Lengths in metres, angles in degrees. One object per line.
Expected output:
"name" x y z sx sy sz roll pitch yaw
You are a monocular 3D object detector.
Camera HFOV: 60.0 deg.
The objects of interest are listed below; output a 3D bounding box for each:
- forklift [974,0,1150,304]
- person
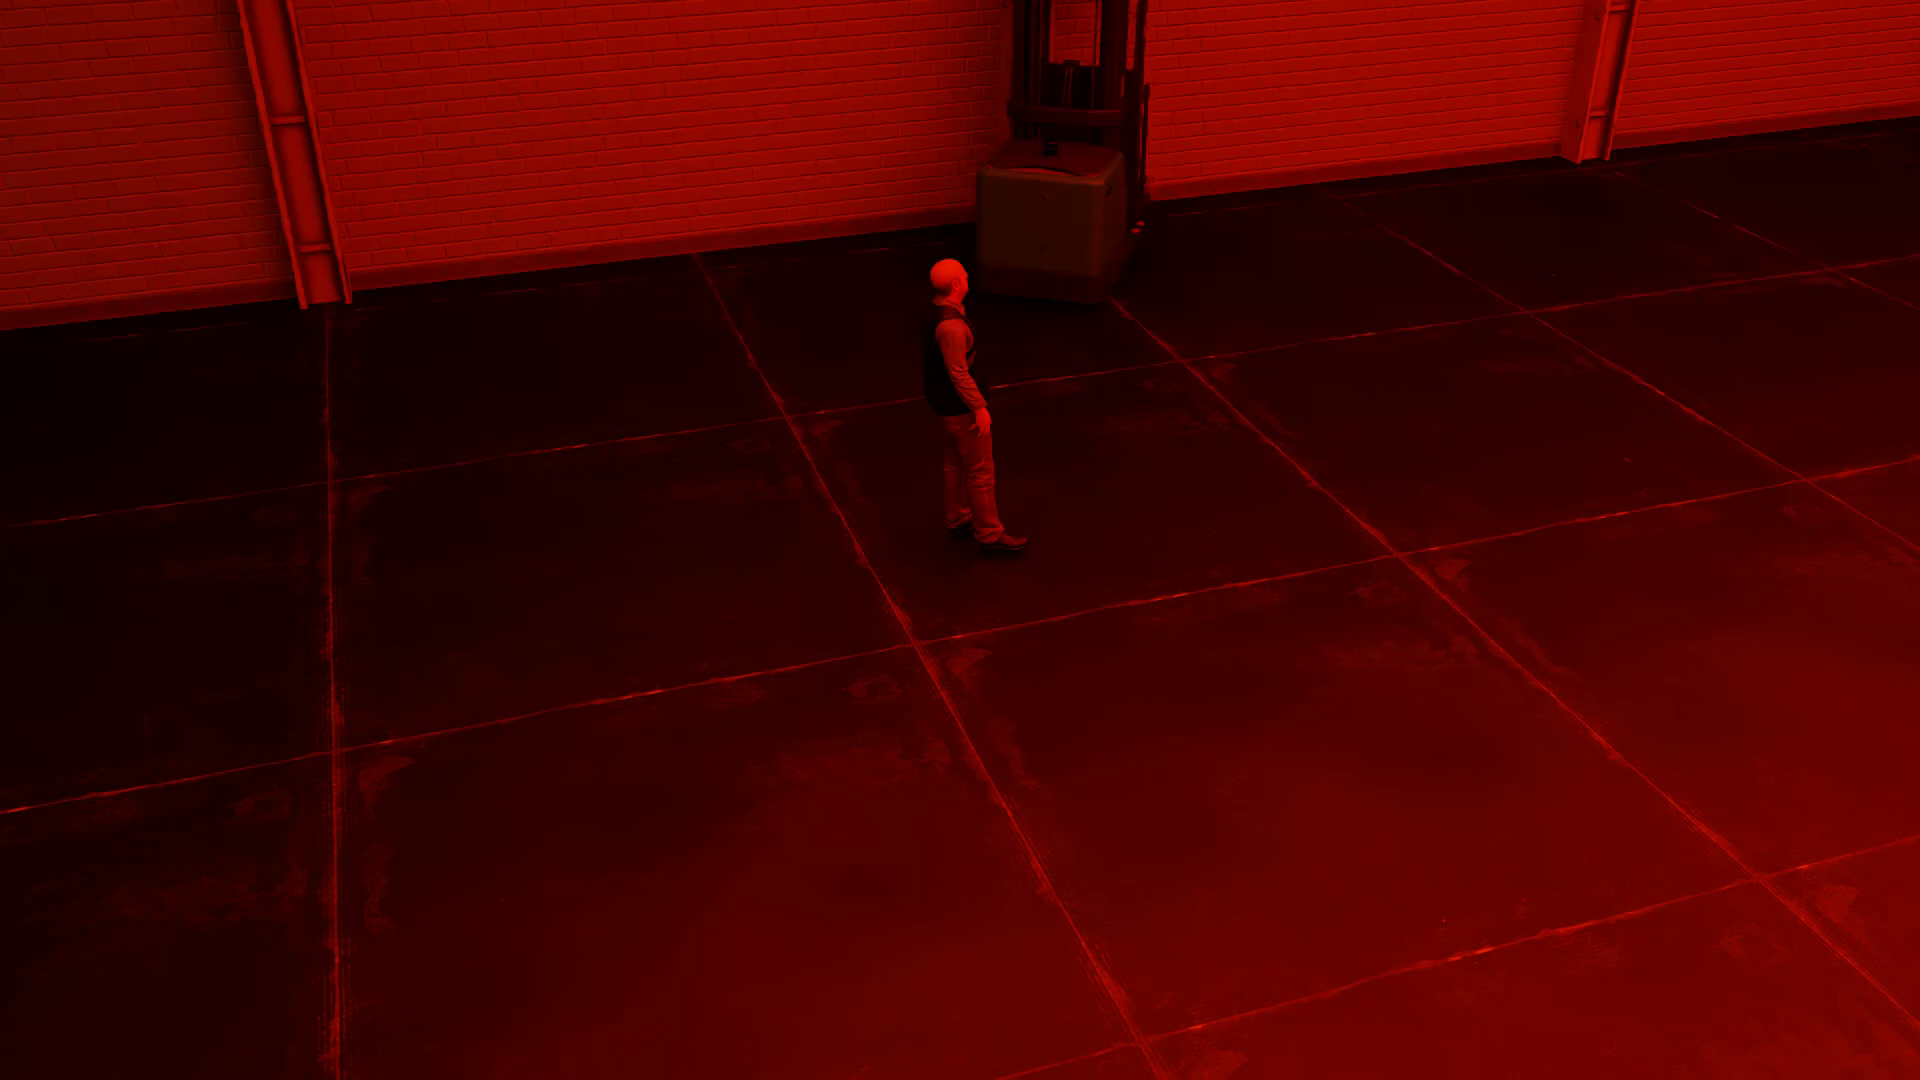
"forklift" 1.020 -3.853 13.783 1.130 2.935 3.031 8 31 14
"person" 0.061 -0.793 9.583 0.568 1.720 0.632 -10 31 -16
